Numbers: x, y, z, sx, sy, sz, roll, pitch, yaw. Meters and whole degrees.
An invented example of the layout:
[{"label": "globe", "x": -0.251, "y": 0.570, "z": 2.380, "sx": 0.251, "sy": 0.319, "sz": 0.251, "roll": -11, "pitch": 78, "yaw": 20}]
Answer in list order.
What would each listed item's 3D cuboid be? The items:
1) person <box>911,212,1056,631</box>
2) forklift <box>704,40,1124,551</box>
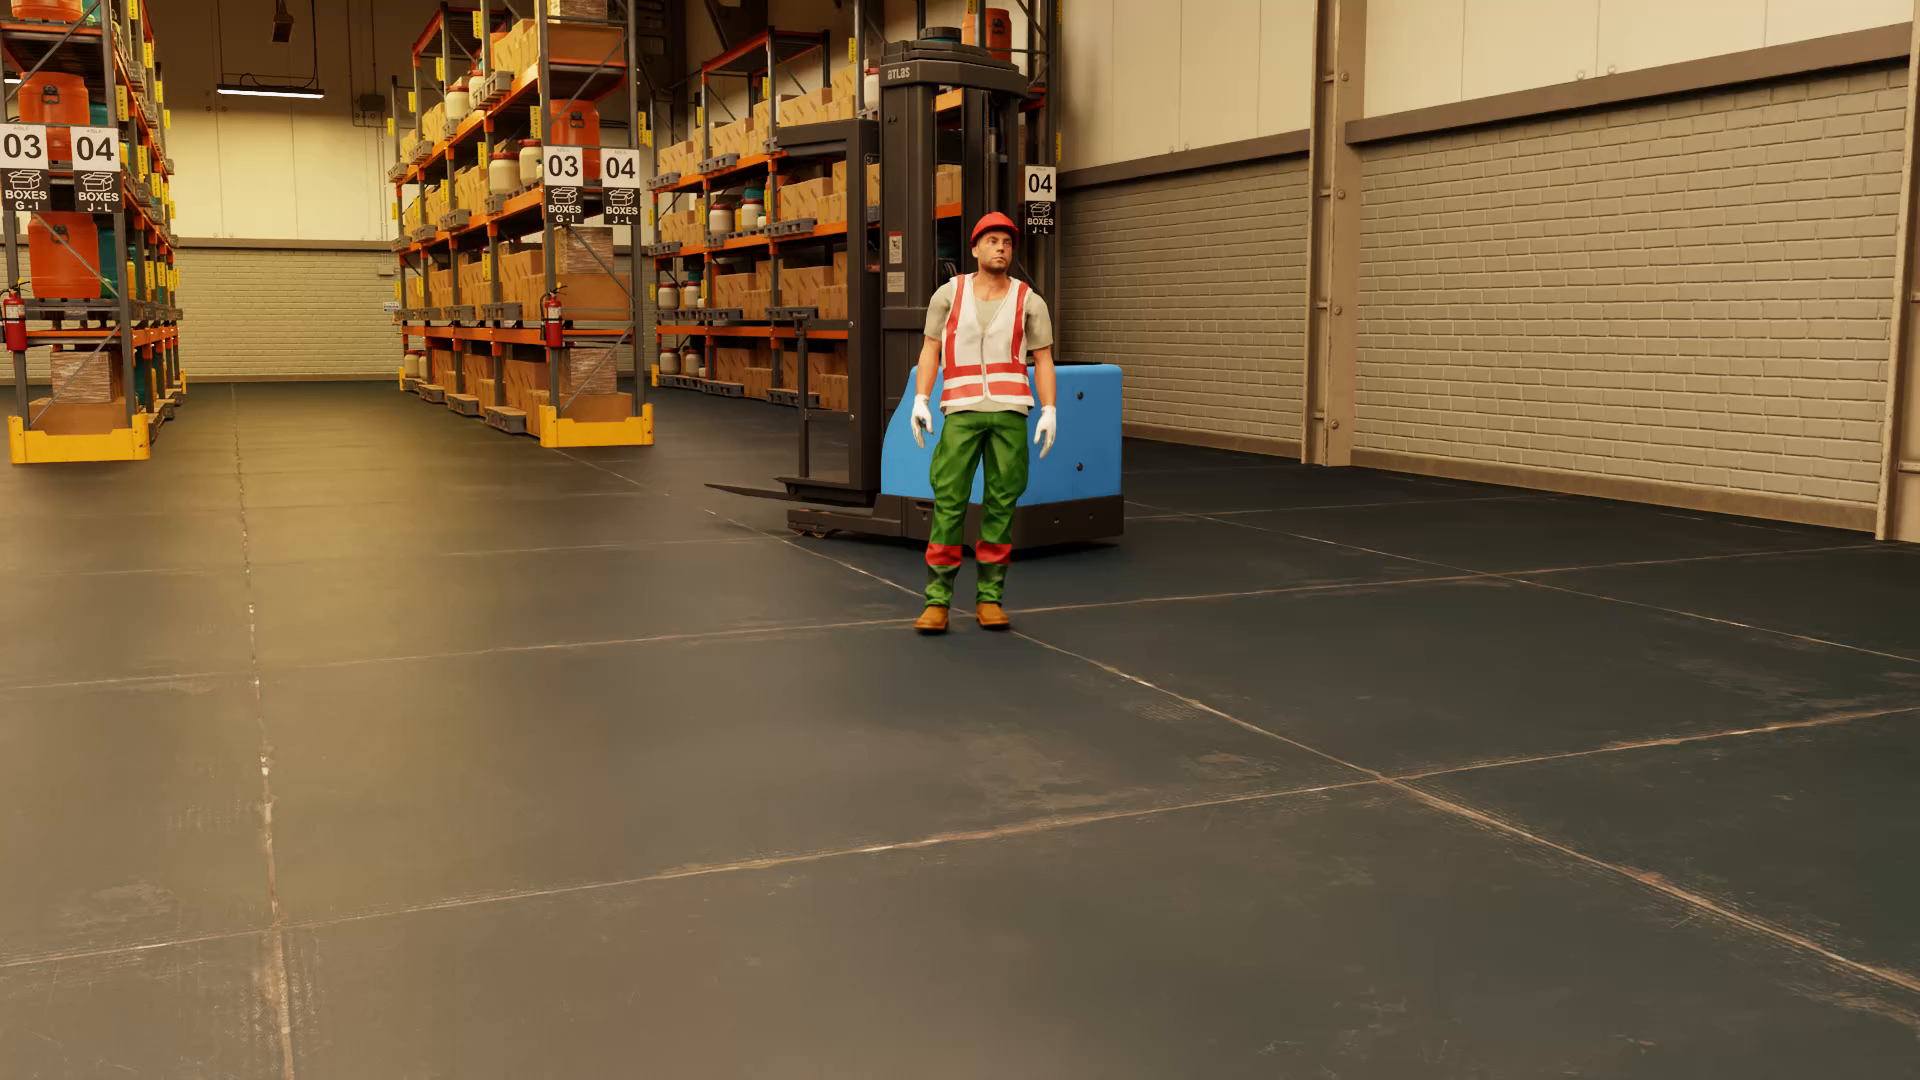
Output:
[{"label": "person", "x": 0.106, "y": -0.518, "z": 7.189, "sx": 0.637, "sy": 1.788, "sz": 0.560, "roll": 0, "pitch": 8, "yaw": -1}, {"label": "forklift", "x": -0.436, "y": -1.509, "z": 10.383, "sx": 3.031, "sy": 2.935, "sz": 1.130, "roll": 7, "pitch": 10, "yaw": 44}]
